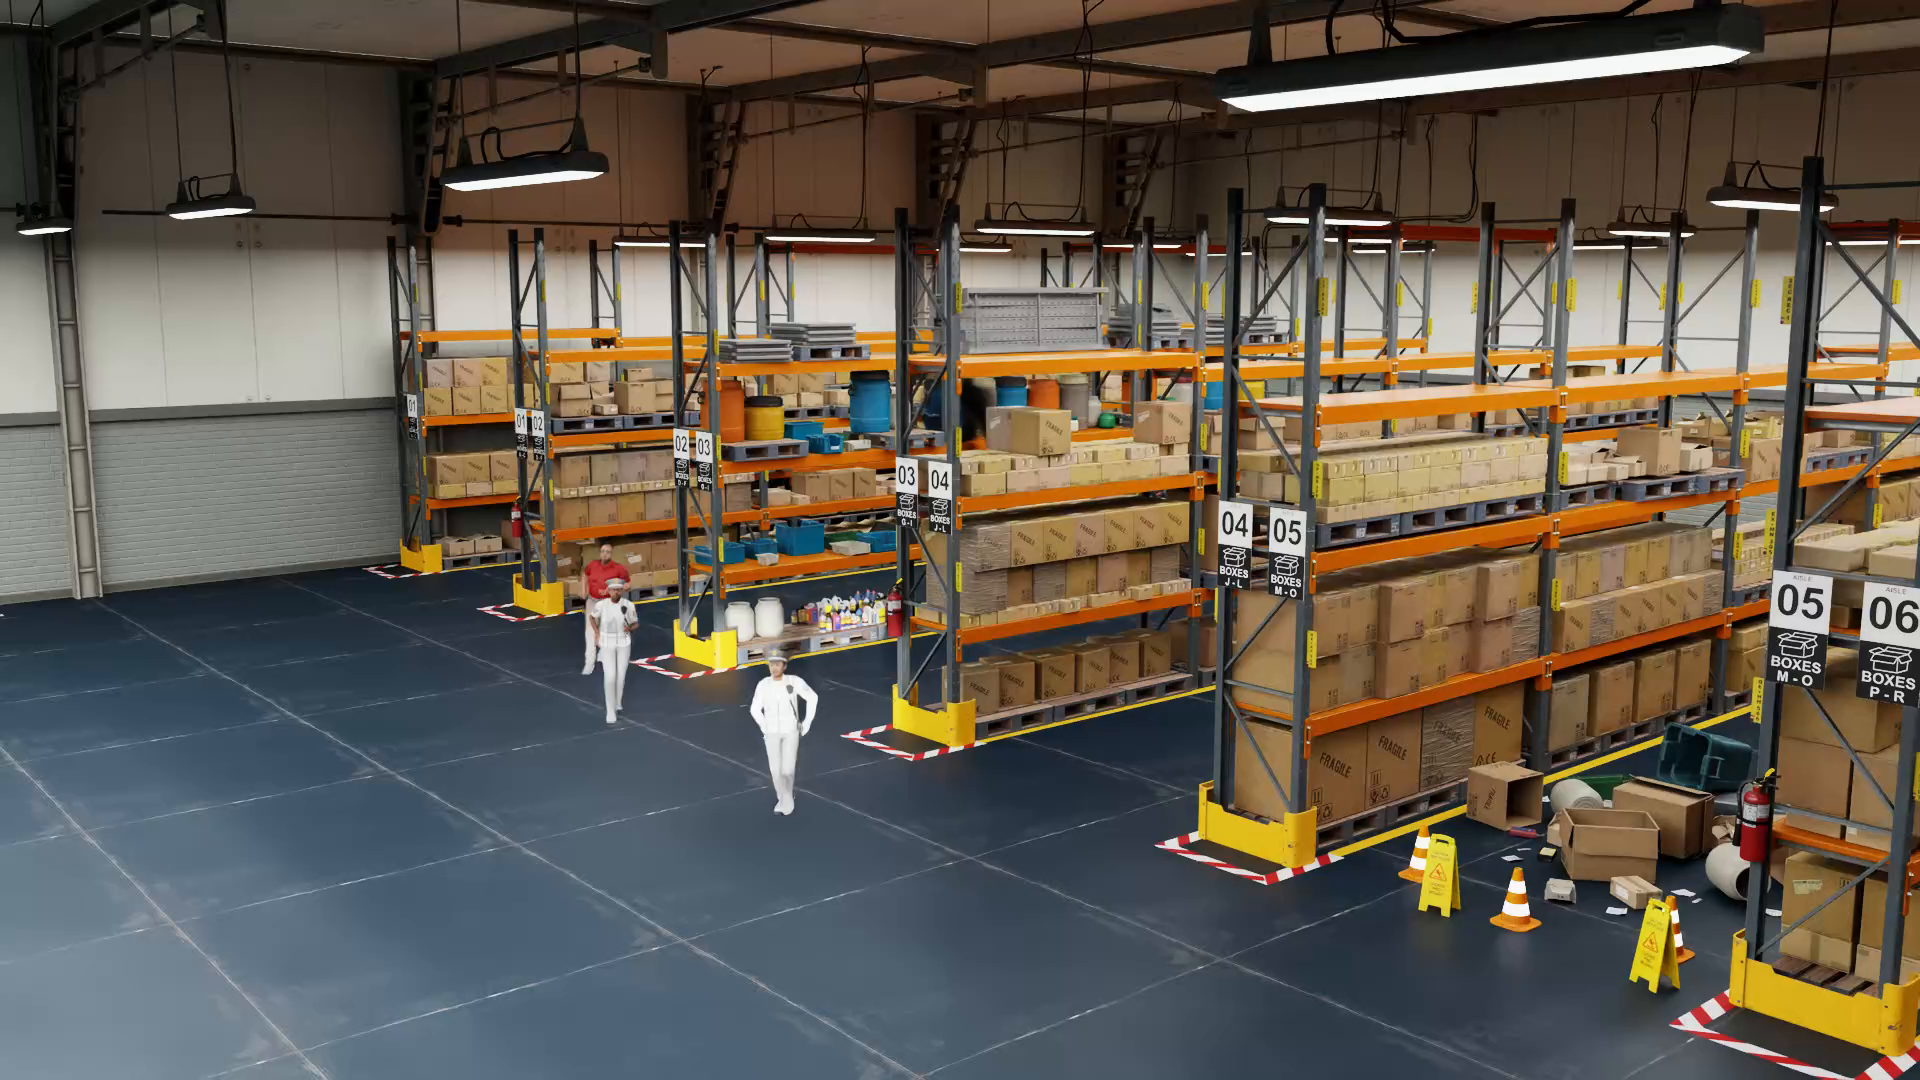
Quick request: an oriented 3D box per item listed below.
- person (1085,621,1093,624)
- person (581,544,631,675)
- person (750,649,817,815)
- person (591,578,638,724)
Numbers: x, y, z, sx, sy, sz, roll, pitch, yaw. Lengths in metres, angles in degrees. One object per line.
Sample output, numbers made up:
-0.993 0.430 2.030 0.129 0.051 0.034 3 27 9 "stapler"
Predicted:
2.107 0.328 24.215 0.618 1.710 0.829 8 12 42 "person"
-4.786 0.901 22.472 0.698 1.719 0.876 0 9 1 "person"
-1.729 1.873 16.171 0.628 1.654 0.601 1 9 5 "person"
-4.127 1.297 19.921 0.523 1.751 0.646 -3 9 -20 "person"
